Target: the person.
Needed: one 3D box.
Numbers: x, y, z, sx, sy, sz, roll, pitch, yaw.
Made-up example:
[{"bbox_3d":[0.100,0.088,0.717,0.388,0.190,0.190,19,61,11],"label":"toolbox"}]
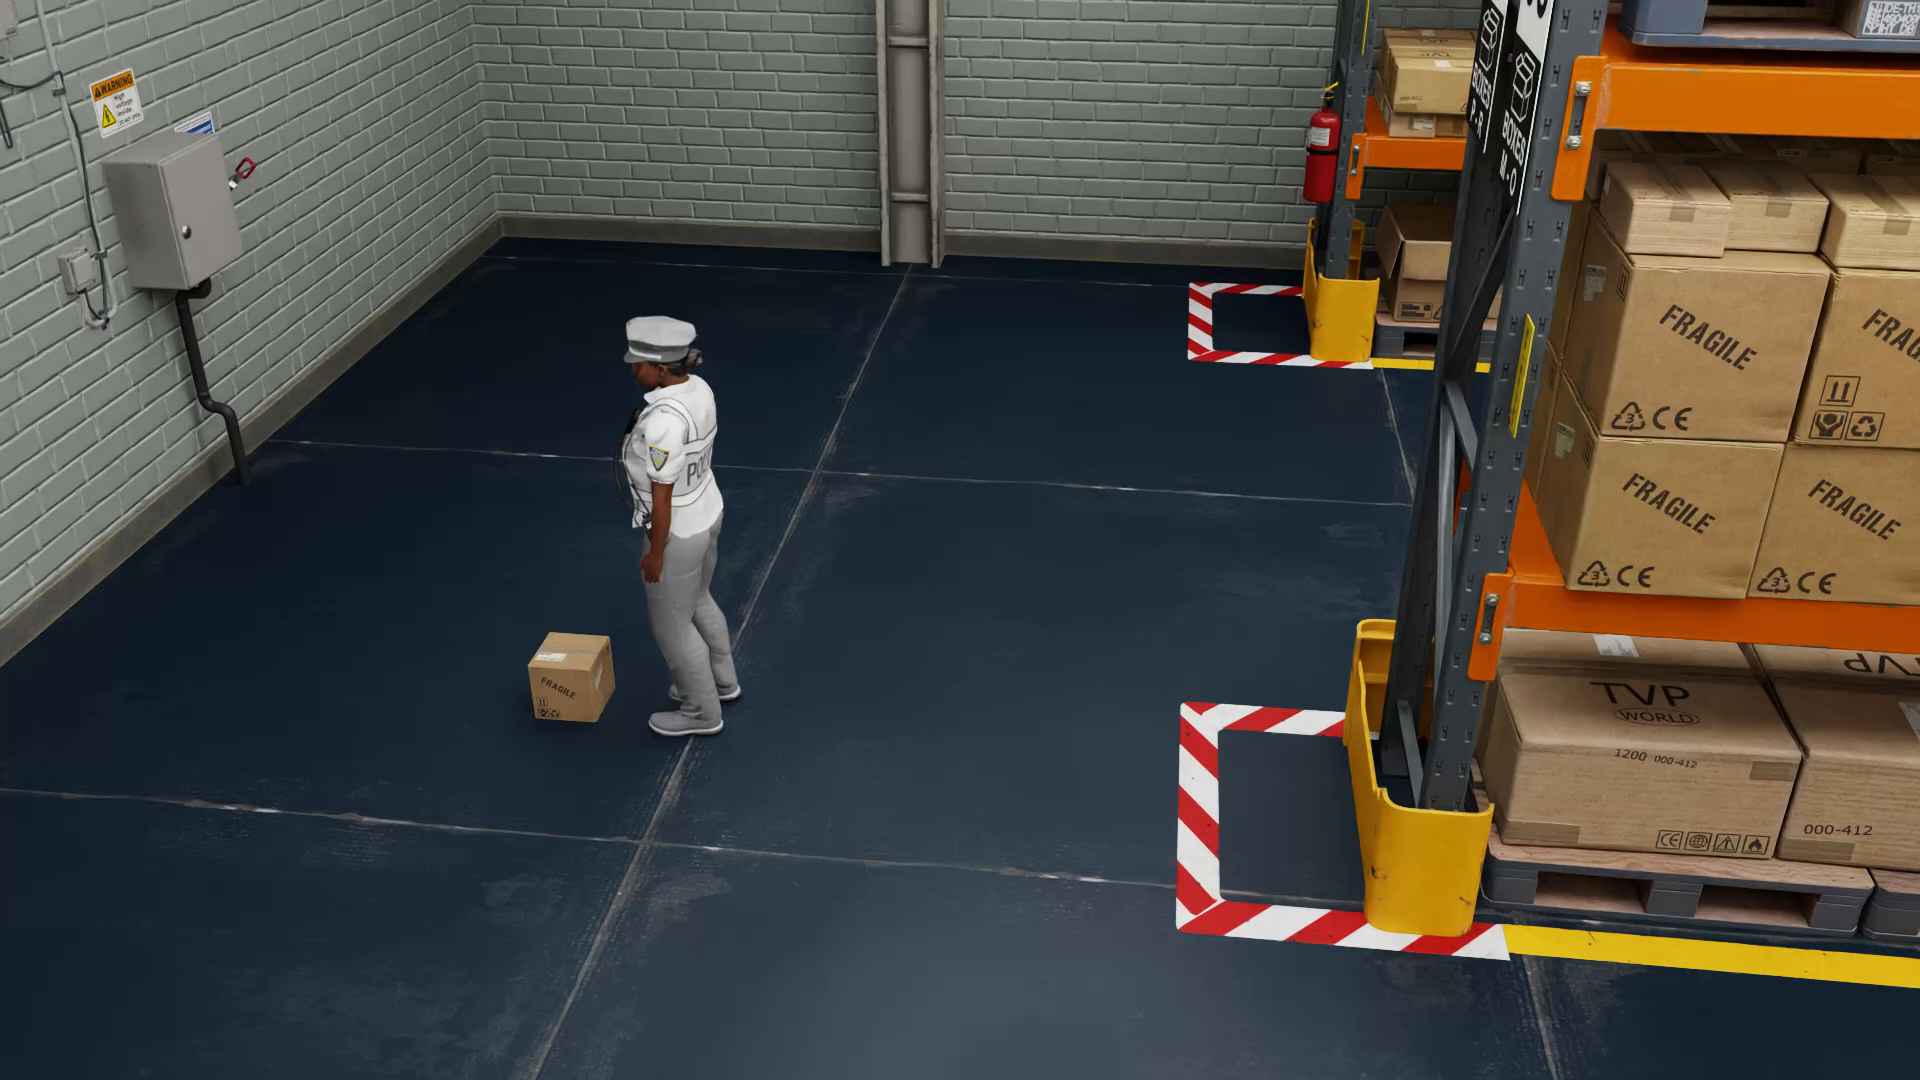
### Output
[{"bbox_3d":[-1.058,-0.028,6.191,0.341,1.669,0.438,4,29,7],"label":"person"}]
